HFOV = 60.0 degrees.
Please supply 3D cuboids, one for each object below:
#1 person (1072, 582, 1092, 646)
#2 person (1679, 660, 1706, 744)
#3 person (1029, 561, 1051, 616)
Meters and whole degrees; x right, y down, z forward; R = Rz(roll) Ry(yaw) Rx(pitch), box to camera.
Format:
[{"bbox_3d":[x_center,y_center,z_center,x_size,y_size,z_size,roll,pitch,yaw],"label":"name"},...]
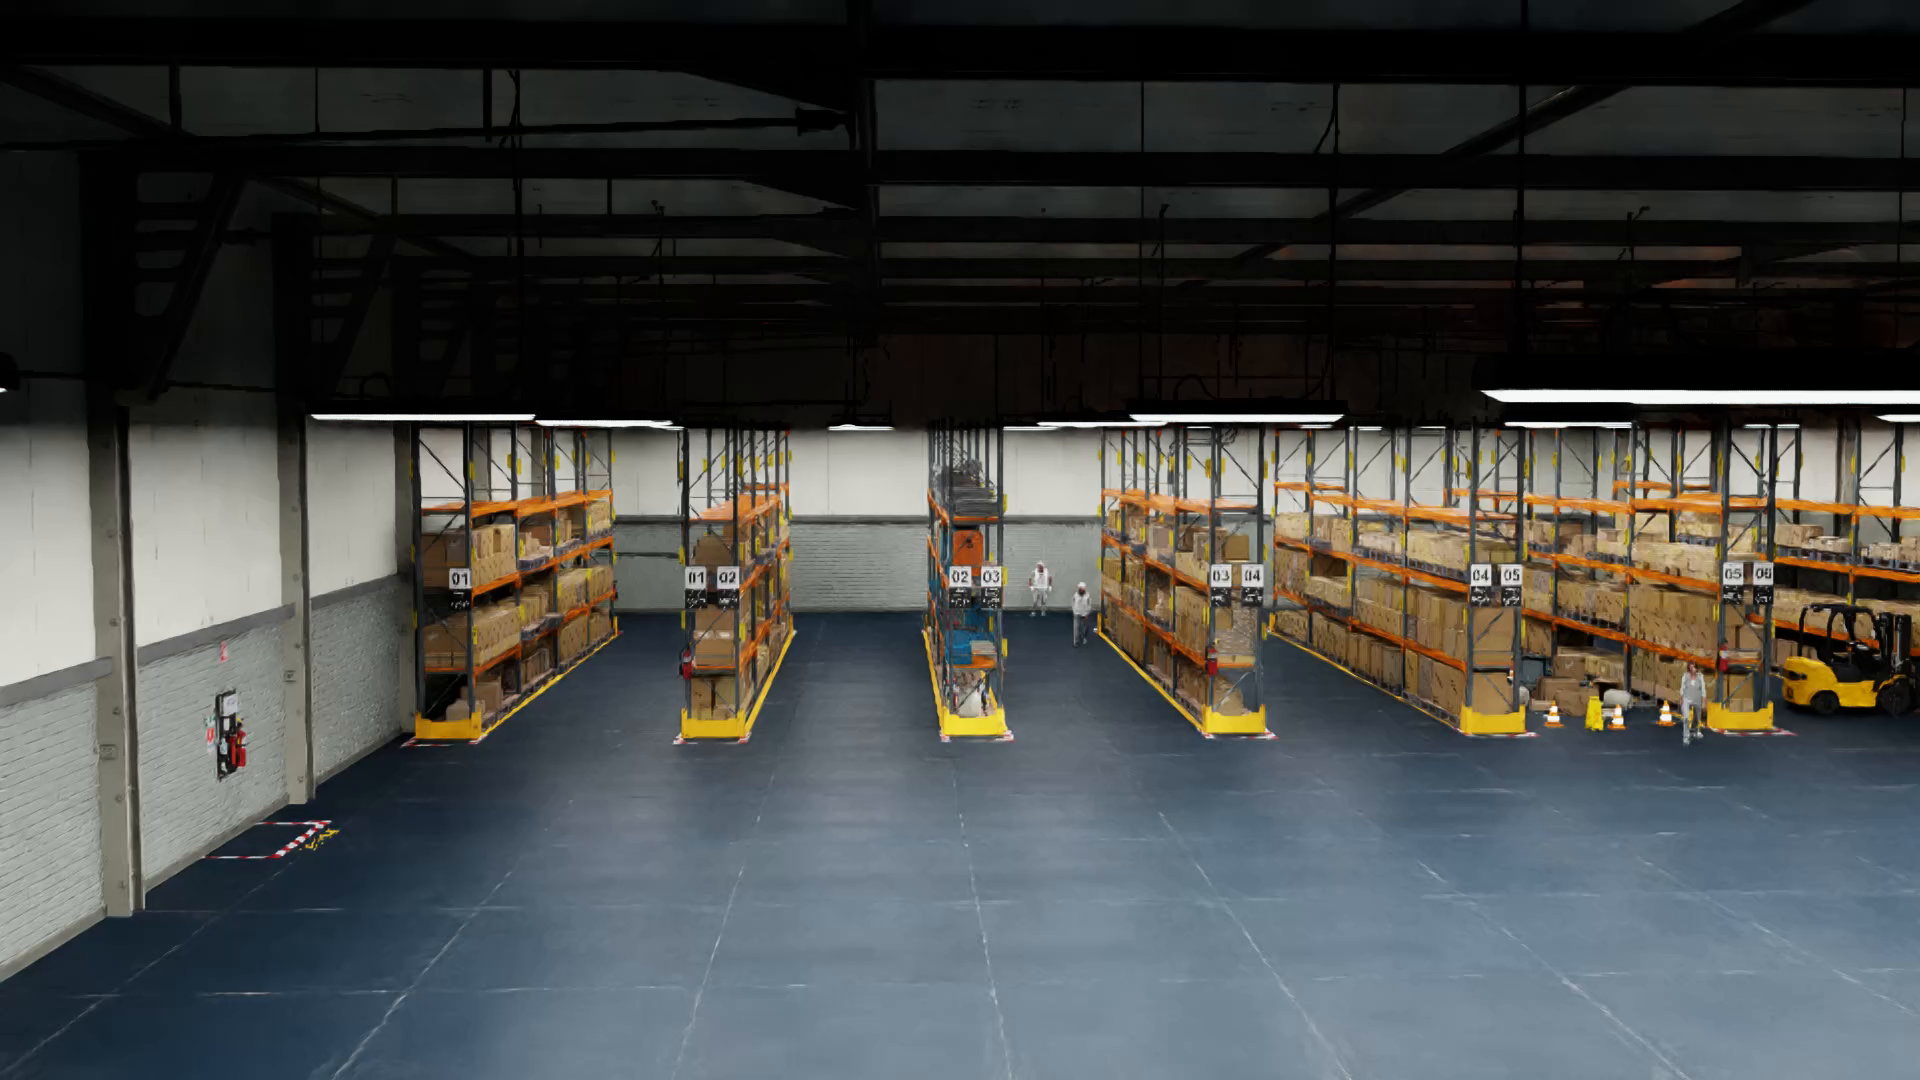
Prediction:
[{"bbox_3d":[3.258,1.962,44.395,0.539,1.715,1.031,0,4,6],"label":"person"},{"bbox_3d":[13.461,2.954,30.554,0.451,1.531,0.860,1,4,19],"label":"person"},{"bbox_3d":[2.483,1.507,51.502,0.702,1.734,0.549,0,4,-4],"label":"person"}]
